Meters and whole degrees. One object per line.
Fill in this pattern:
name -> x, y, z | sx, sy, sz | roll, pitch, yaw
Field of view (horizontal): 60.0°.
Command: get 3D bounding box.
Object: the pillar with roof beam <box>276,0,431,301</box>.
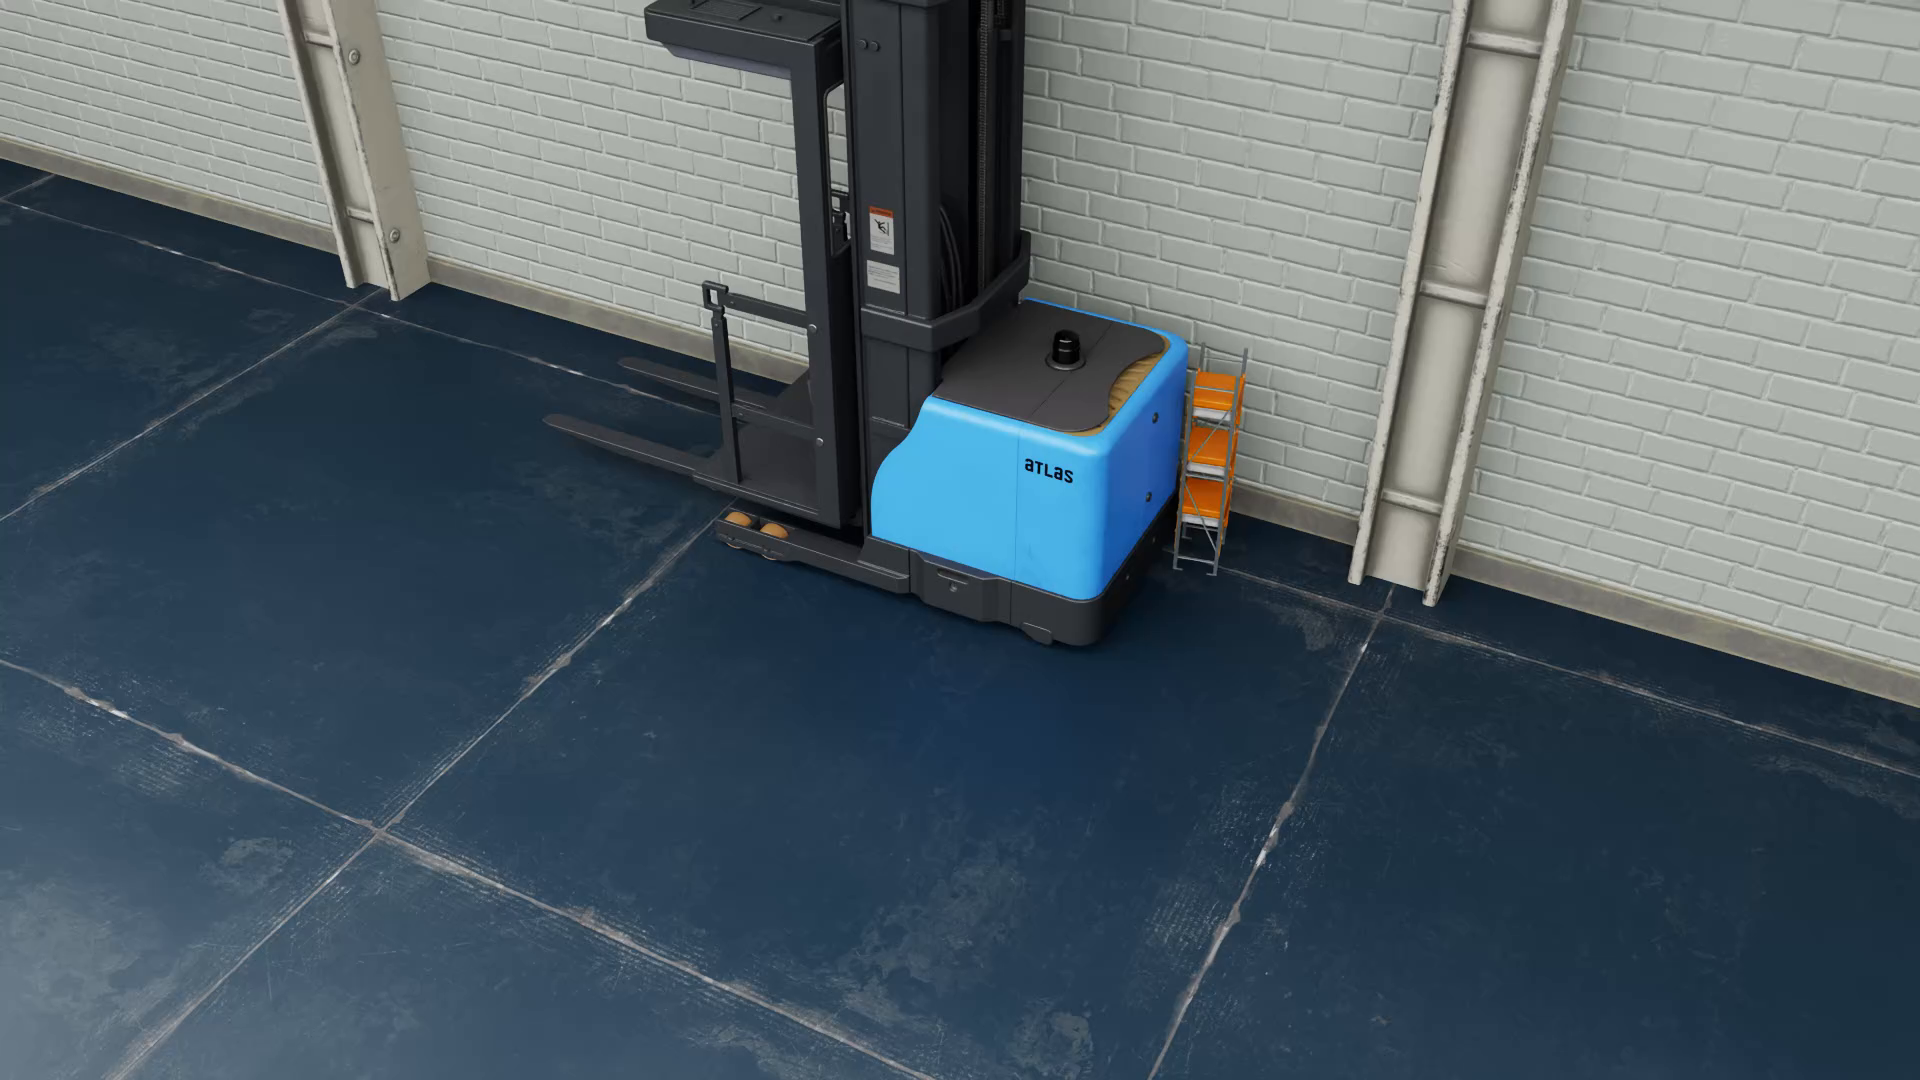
pillar with roof beam -> -5.313, -2.781, 3.971 | 0.400, 9.000, 9.100 | 17, 41, 21

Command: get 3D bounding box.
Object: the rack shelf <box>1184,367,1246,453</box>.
rack shelf -> 1.099, -0.561, 7.168 | 0.215, 0.259, 0.240 | 10, 38, 12

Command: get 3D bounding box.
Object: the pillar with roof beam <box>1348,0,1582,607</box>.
pillar with roof beam -> 0.015, -1.113, 1.773 | 0.400, 9.000, 9.100 | 17, 41, 21

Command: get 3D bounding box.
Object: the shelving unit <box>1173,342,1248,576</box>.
shelving unit -> 1.099, -0.343, 7.333 | 0.215, 1.050, 0.252 | 10, 38, 12

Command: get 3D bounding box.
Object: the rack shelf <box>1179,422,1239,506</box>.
rack shelf -> 1.099, -0.335, 7.340 | 0.215, 0.259, 0.240 | 10, 38, 12

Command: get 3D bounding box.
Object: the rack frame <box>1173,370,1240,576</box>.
rack frame -> 1.066, -0.272, 7.240 | 0.200, 1.050, 0.008 | 10, 38, 12

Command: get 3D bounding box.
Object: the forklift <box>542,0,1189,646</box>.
forklift -> -0.554, -1.340, 7.091 | 3.031, 2.935, 1.130 | 17, 40, 21

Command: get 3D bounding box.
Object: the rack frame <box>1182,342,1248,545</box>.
rack frame -> 1.132, -0.414, 7.427 | 0.200, 1.050, 0.008 | 10, 38, 12

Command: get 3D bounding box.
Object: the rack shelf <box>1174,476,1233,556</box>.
rack shelf -> 1.099, -0.113, 7.508 | 0.215, 0.259, 0.240 | 10, 38, 12
